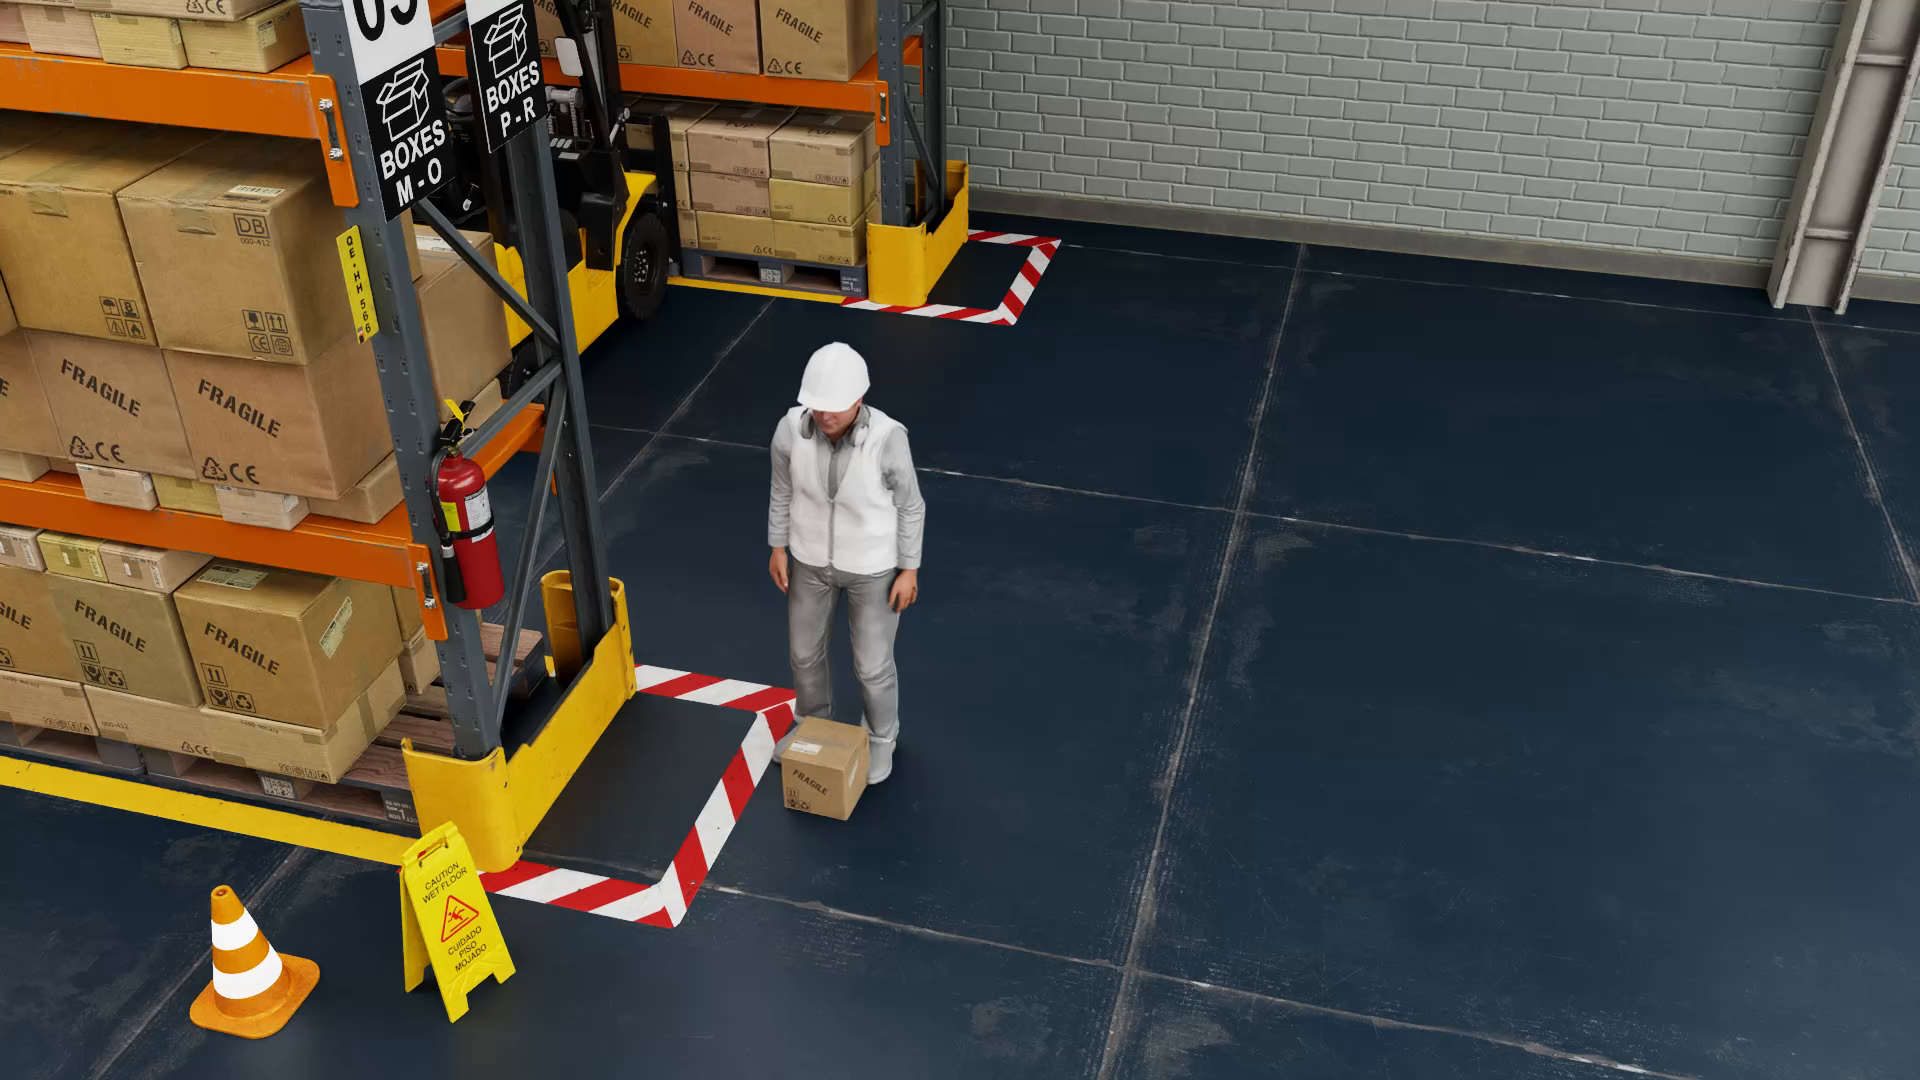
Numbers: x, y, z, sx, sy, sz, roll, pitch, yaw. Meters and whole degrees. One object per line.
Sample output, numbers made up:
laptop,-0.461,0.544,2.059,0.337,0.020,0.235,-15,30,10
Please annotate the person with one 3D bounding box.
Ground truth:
person,-0.416,0.076,5.999,0.579,1.766,0.466,10,34,15
